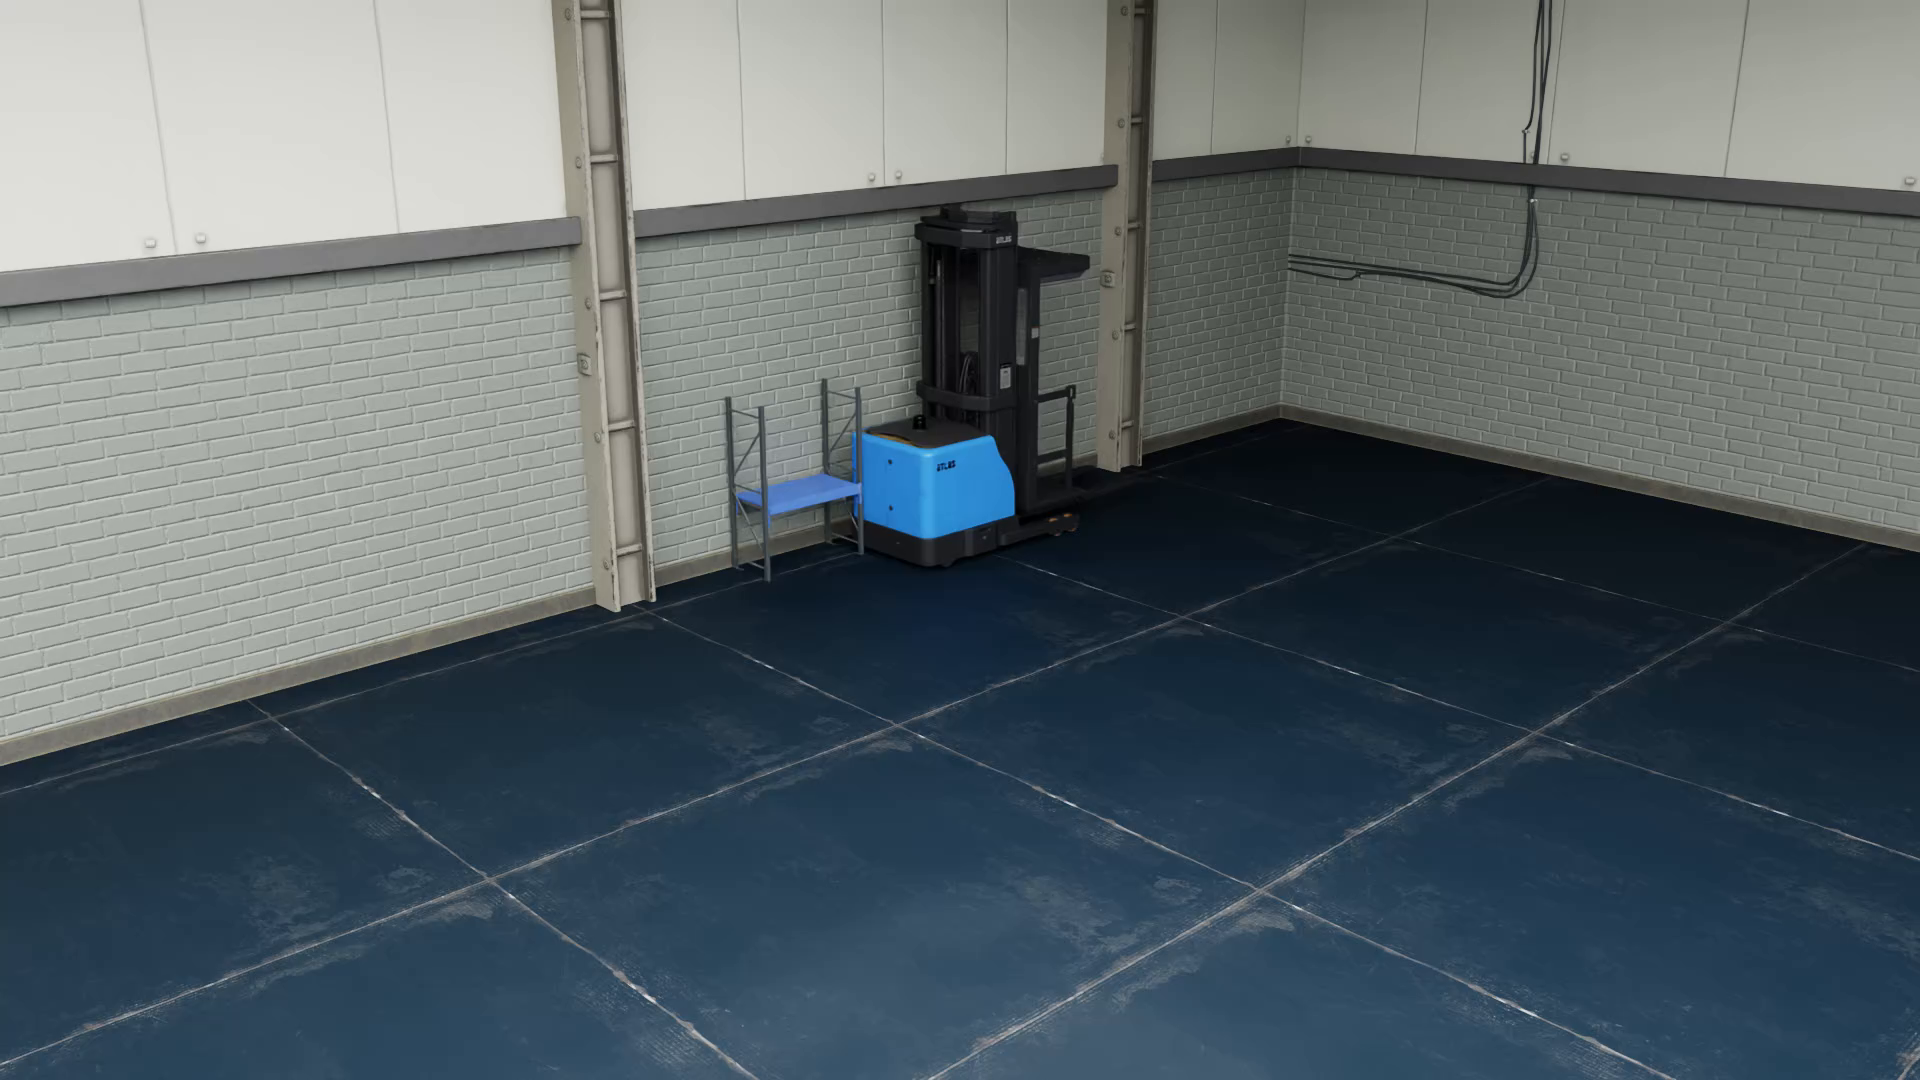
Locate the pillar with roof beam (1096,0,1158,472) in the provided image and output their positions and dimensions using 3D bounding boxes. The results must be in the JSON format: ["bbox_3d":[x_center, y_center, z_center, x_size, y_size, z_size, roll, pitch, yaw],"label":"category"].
[{"bbox_3d":[4.614,-4.089,13.005,0.400,9.000,9.100,-16,24,-41],"label":"pillar with roof beam"}]

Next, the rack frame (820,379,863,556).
[{"bbox_3d":[-1.036,-0.630,14.497,0.032,1.500,0.500,-16,24,-41],"label":"rack frame"}]

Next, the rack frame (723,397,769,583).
[{"bbox_3d":[-1.779,-0.416,13.836,0.032,1.500,0.500,-16,24,-41],"label":"rack frame"}]

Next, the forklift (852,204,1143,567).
[{"bbox_3d":[0.453,-1.529,14.949,3.031,2.935,1.130,-17,24,-41],"label":"forklift"}]

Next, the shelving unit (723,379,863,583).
[{"bbox_3d":[-1.407,-0.523,14.167,1.048,1.500,0.538,-16,24,-41],"label":"shelving unit"}]

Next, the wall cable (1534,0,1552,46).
[{"bbox_3d":[6.564,-5.700,14.822,0.112,2.526,3.097,-16,24,-41],"label":"wall cable"}]

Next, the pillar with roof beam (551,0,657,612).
[{"bbox_3d":[0.254,-2.817,9.084,0.400,9.000,9.100,-16,24,-41],"label":"pillar with roof beam"}]

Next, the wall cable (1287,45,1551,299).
[{"bbox_3d":[4.705,-3.904,17.471,0.112,2.526,3.097,-16,24,-41],"label":"wall cable"}]

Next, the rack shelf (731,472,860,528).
[{"bbox_3d":[-1.407,-0.352,14.222,1.000,0.185,0.538,-16,24,-41],"label":"rack shelf"}]
